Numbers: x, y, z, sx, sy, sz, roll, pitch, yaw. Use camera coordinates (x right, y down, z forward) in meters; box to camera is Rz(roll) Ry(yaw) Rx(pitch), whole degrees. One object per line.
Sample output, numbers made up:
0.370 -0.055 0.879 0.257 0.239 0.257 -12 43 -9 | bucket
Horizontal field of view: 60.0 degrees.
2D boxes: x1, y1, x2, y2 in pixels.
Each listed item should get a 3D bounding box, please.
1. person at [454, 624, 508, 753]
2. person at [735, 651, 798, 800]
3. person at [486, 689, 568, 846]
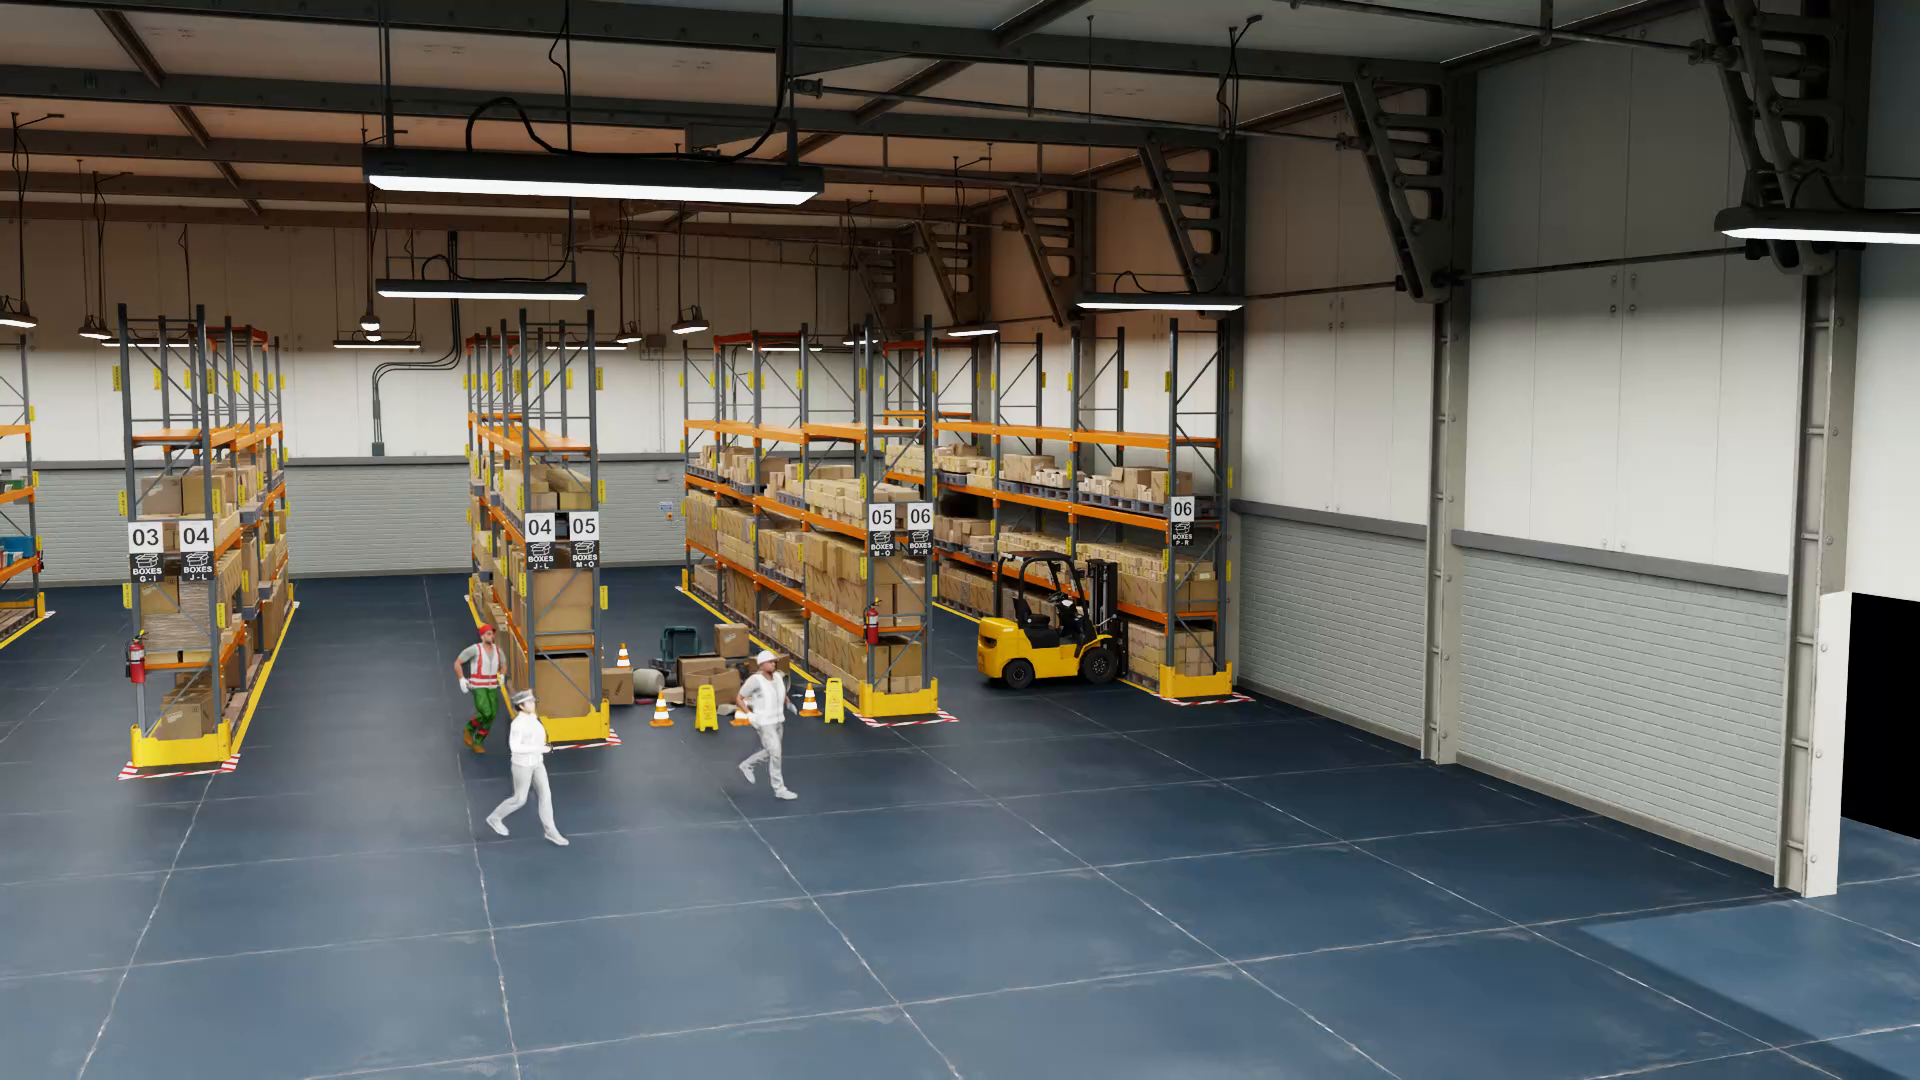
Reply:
-6.419 2.013 22.548 0.528 1.736 0.701 4 7 38 | person
-2.335 2.208 20.080 0.936 1.762 0.713 3 6 32 | person
-4.698 2.448 17.993 0.924 1.712 0.613 1 6 15 | person
